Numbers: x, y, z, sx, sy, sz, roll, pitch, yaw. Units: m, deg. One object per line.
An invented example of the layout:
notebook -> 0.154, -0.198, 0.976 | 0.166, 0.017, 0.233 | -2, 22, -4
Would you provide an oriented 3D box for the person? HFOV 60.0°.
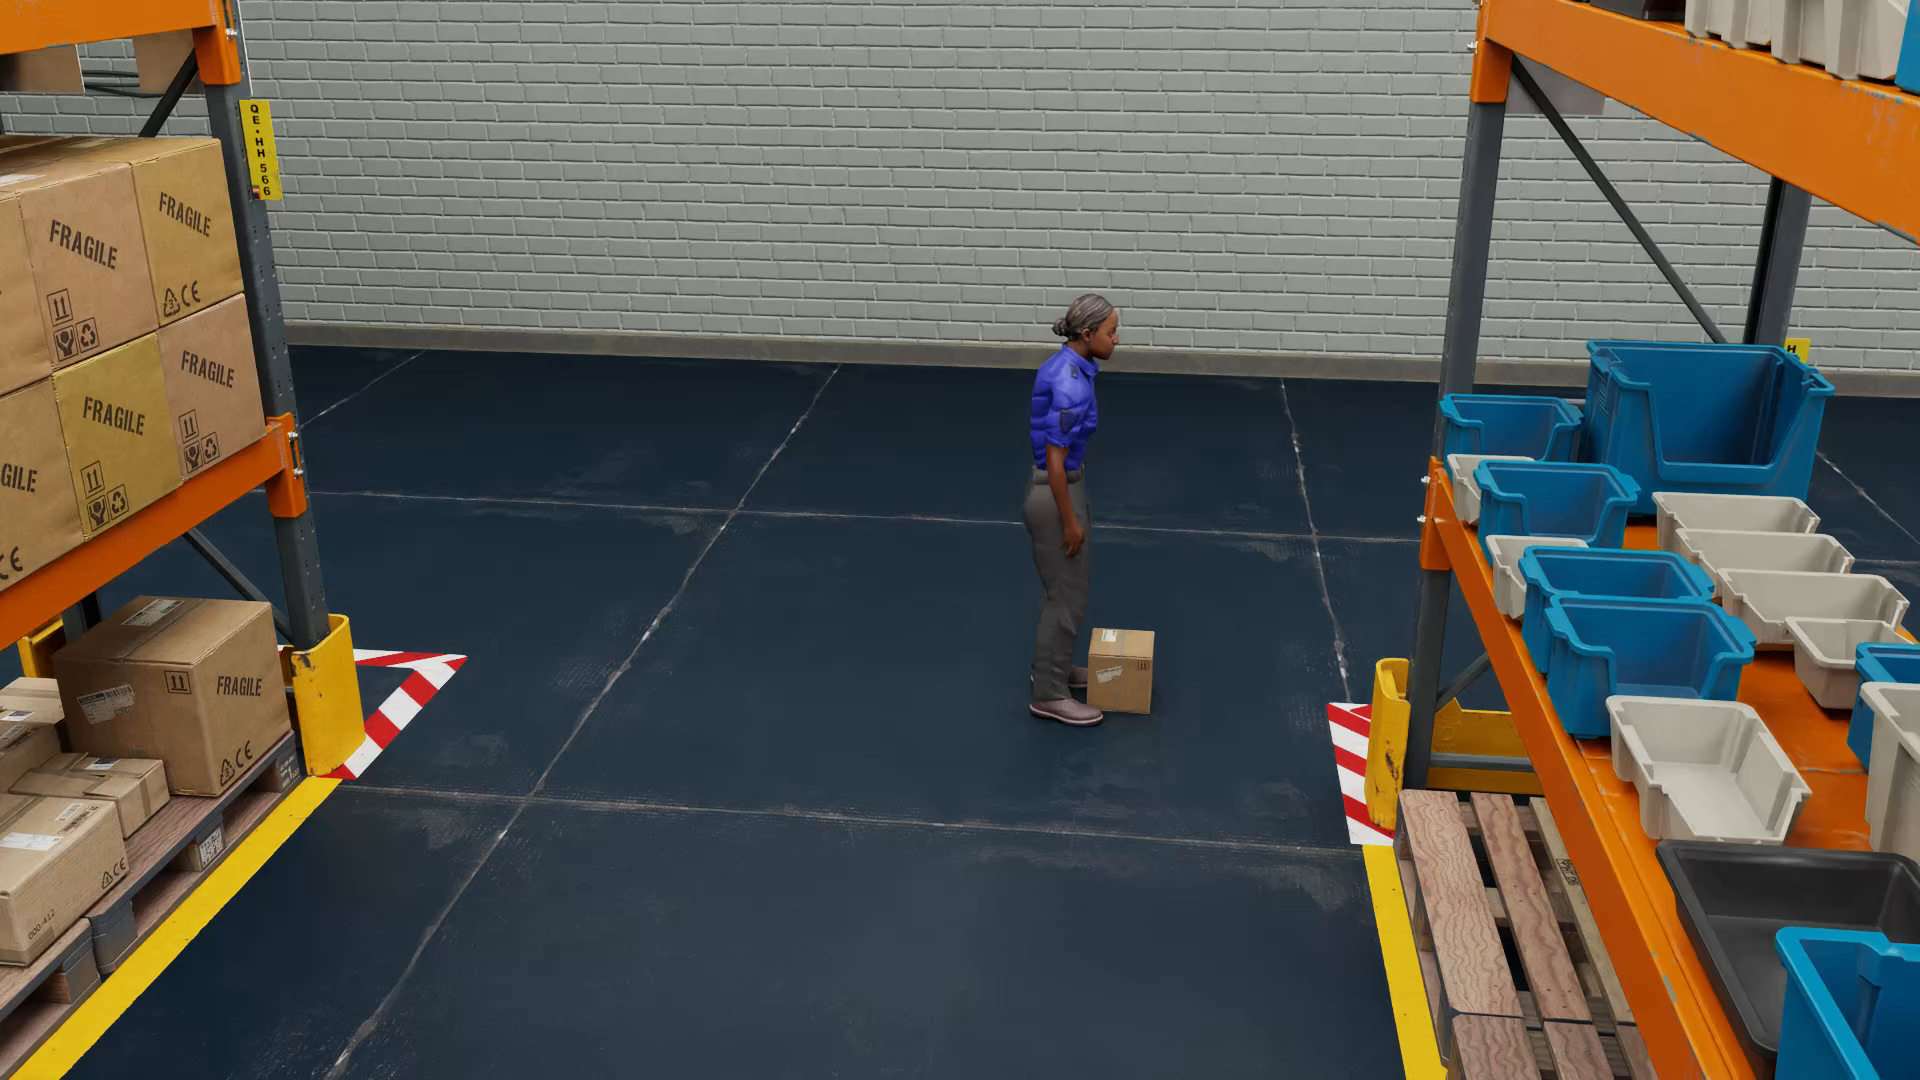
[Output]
person -> 0.418, -0.135, 6.436 | 0.353, 1.654, 0.516 | 2, 21, 6
